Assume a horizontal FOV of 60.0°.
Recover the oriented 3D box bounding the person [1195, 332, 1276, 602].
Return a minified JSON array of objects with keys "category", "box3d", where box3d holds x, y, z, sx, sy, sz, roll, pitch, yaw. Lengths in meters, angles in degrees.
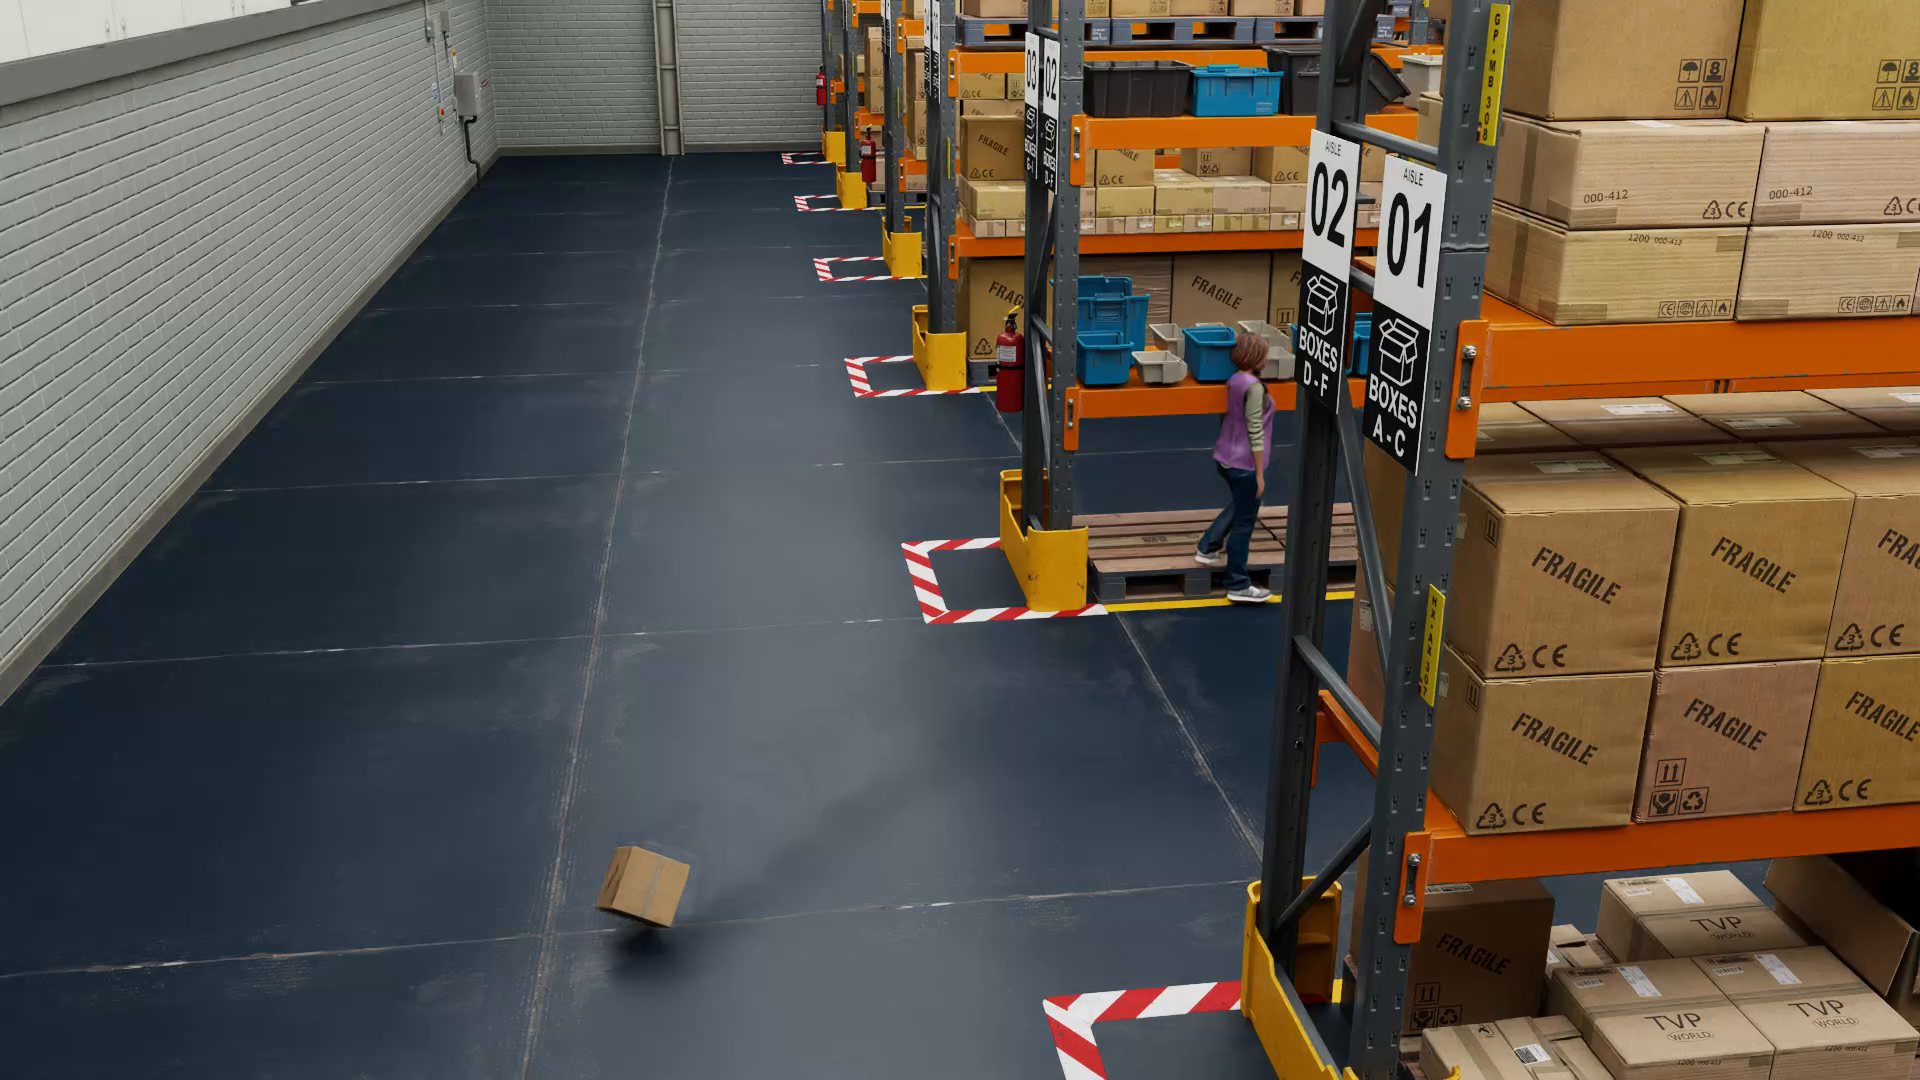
[{"category":"person","box3d":[1.622,-0.425,9.697,0.433,1.601,0.483,-8,22,-20]}]
